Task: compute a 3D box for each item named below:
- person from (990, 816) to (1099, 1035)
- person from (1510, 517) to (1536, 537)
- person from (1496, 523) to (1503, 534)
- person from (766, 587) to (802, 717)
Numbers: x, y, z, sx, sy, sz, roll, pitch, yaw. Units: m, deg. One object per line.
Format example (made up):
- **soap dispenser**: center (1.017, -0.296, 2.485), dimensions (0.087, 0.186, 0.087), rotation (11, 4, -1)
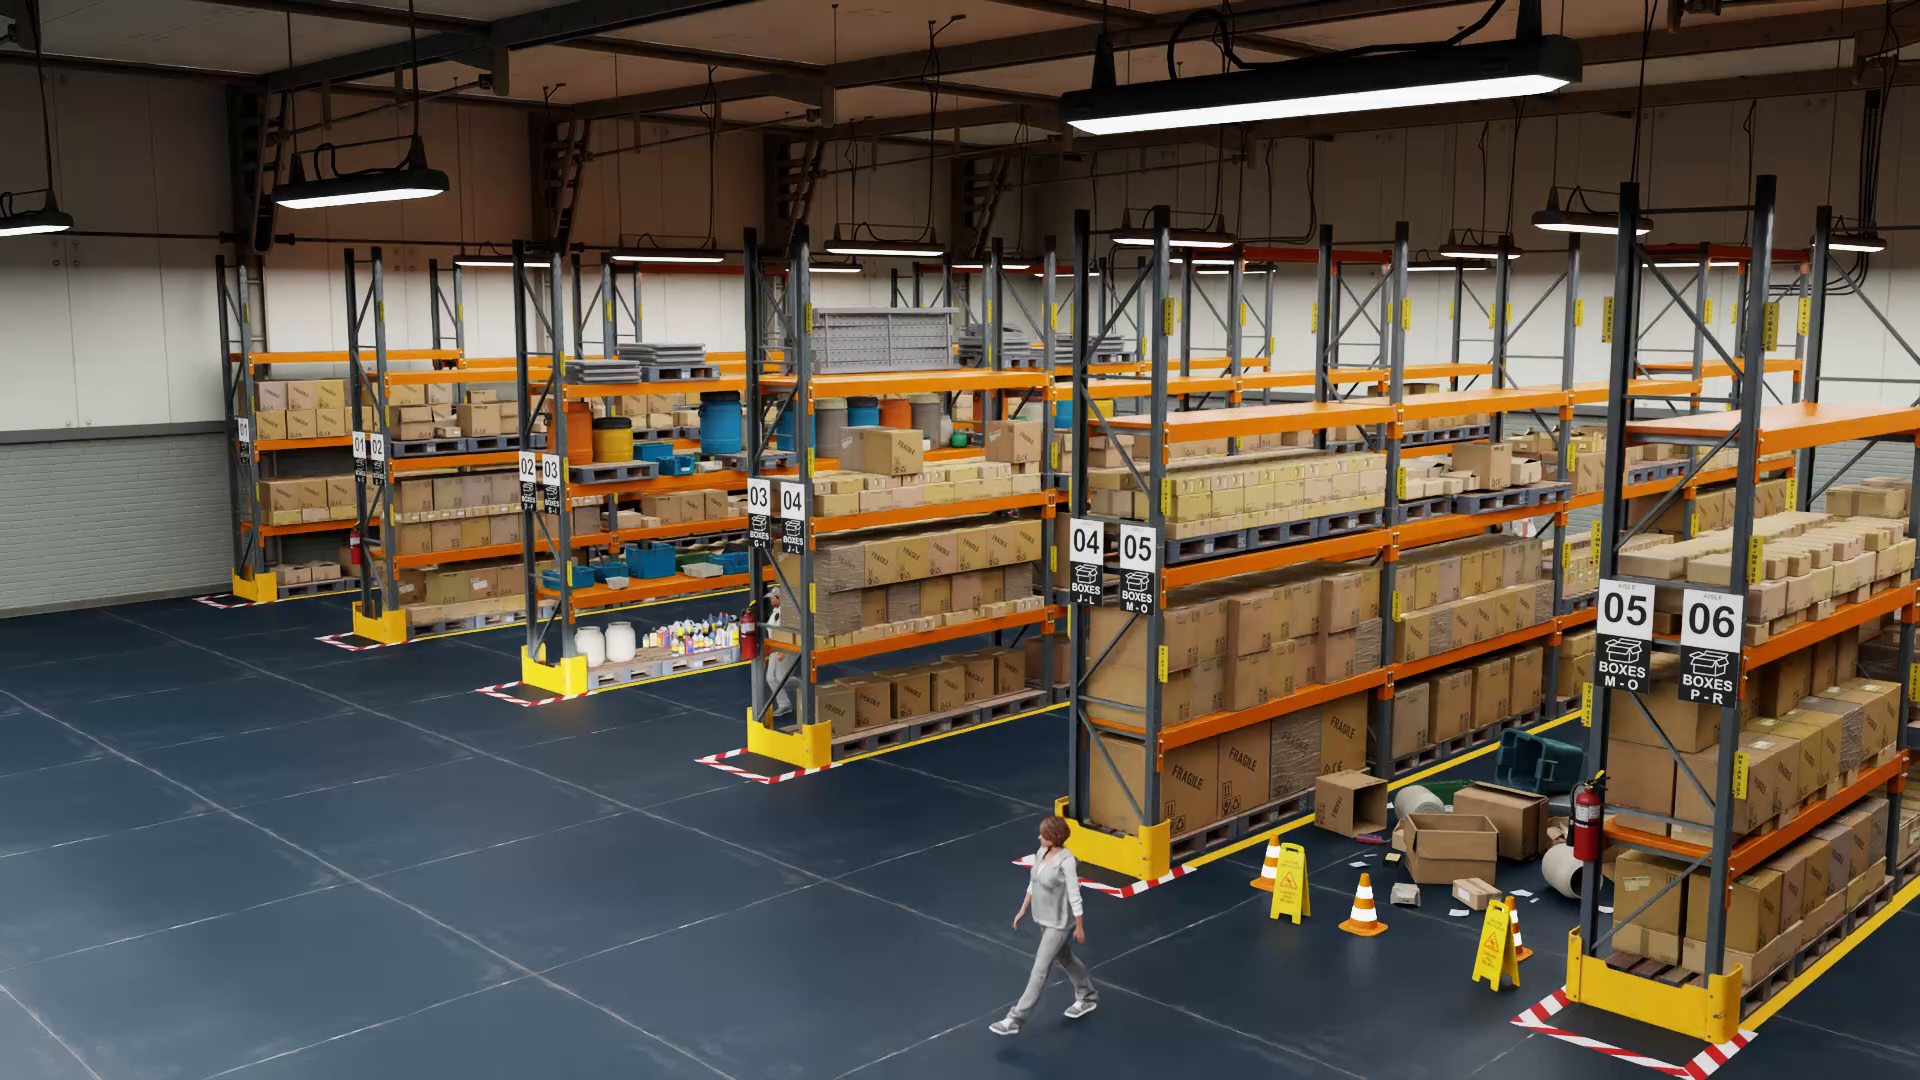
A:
- **person**: center (0.580, 2.720, 11.866), dimensions (0.972, 1.545, 0.442), rotation (-4, 9, -24)
- **person**: center (10.355, -0.050, 30.670), dimensions (0.537, 1.715, 0.880), rotation (-6, 10, -36)
- **person**: center (8.900, 0.472, 27.647), dimensions (0.459, 1.595, 0.454), rotation (7, 11, 42)
- **person**: center (-2.172, 1.400, 21.051), dimensions (0.567, 1.631, 0.539), rotation (-5, 10, -32)
